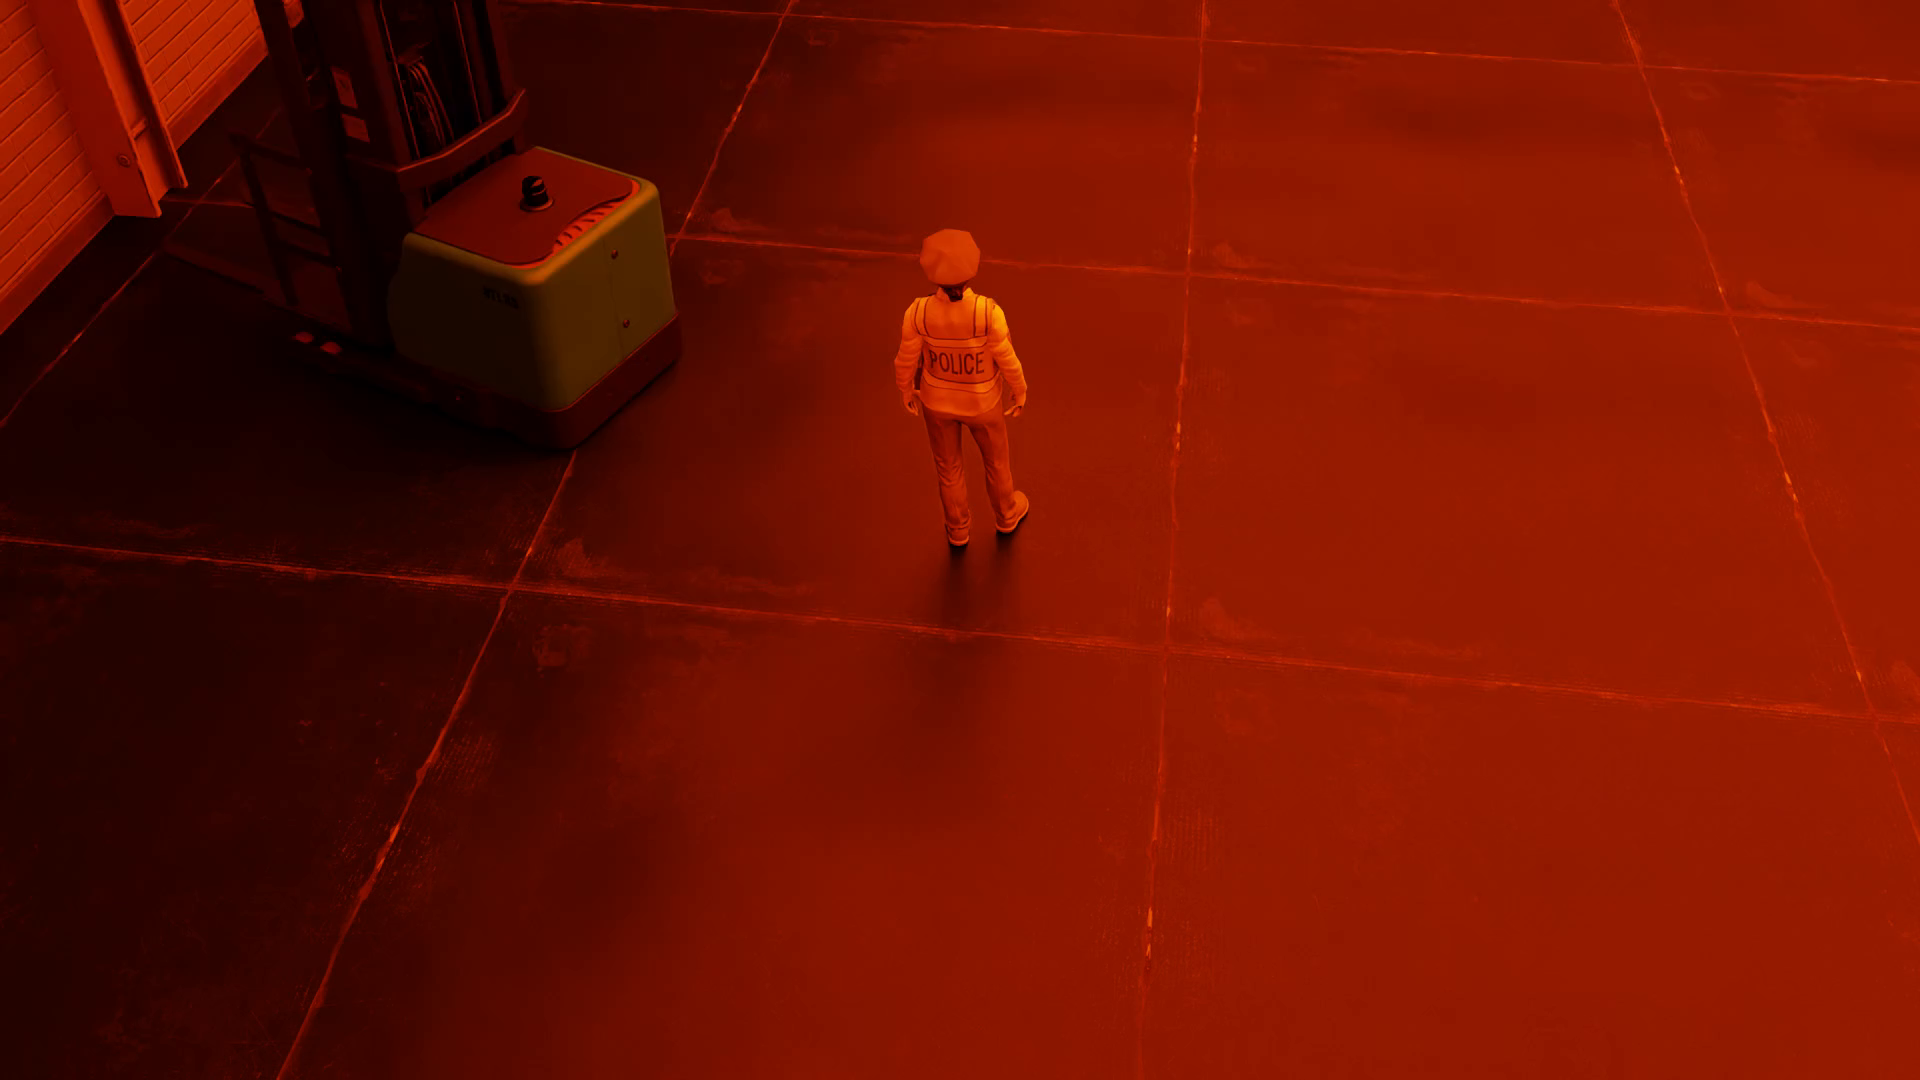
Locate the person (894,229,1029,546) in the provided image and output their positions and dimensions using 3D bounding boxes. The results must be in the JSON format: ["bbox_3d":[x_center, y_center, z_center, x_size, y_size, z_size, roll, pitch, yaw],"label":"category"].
[{"bbox_3d":[0.015,-0.674,7.361,0.587,1.696,0.534,5,43,6],"label":"person"}]

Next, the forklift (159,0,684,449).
[{"bbox_3d":[-3.019,-2.257,8.182,3.031,2.935,1.130,21,46,21],"label":"forklift"}]
